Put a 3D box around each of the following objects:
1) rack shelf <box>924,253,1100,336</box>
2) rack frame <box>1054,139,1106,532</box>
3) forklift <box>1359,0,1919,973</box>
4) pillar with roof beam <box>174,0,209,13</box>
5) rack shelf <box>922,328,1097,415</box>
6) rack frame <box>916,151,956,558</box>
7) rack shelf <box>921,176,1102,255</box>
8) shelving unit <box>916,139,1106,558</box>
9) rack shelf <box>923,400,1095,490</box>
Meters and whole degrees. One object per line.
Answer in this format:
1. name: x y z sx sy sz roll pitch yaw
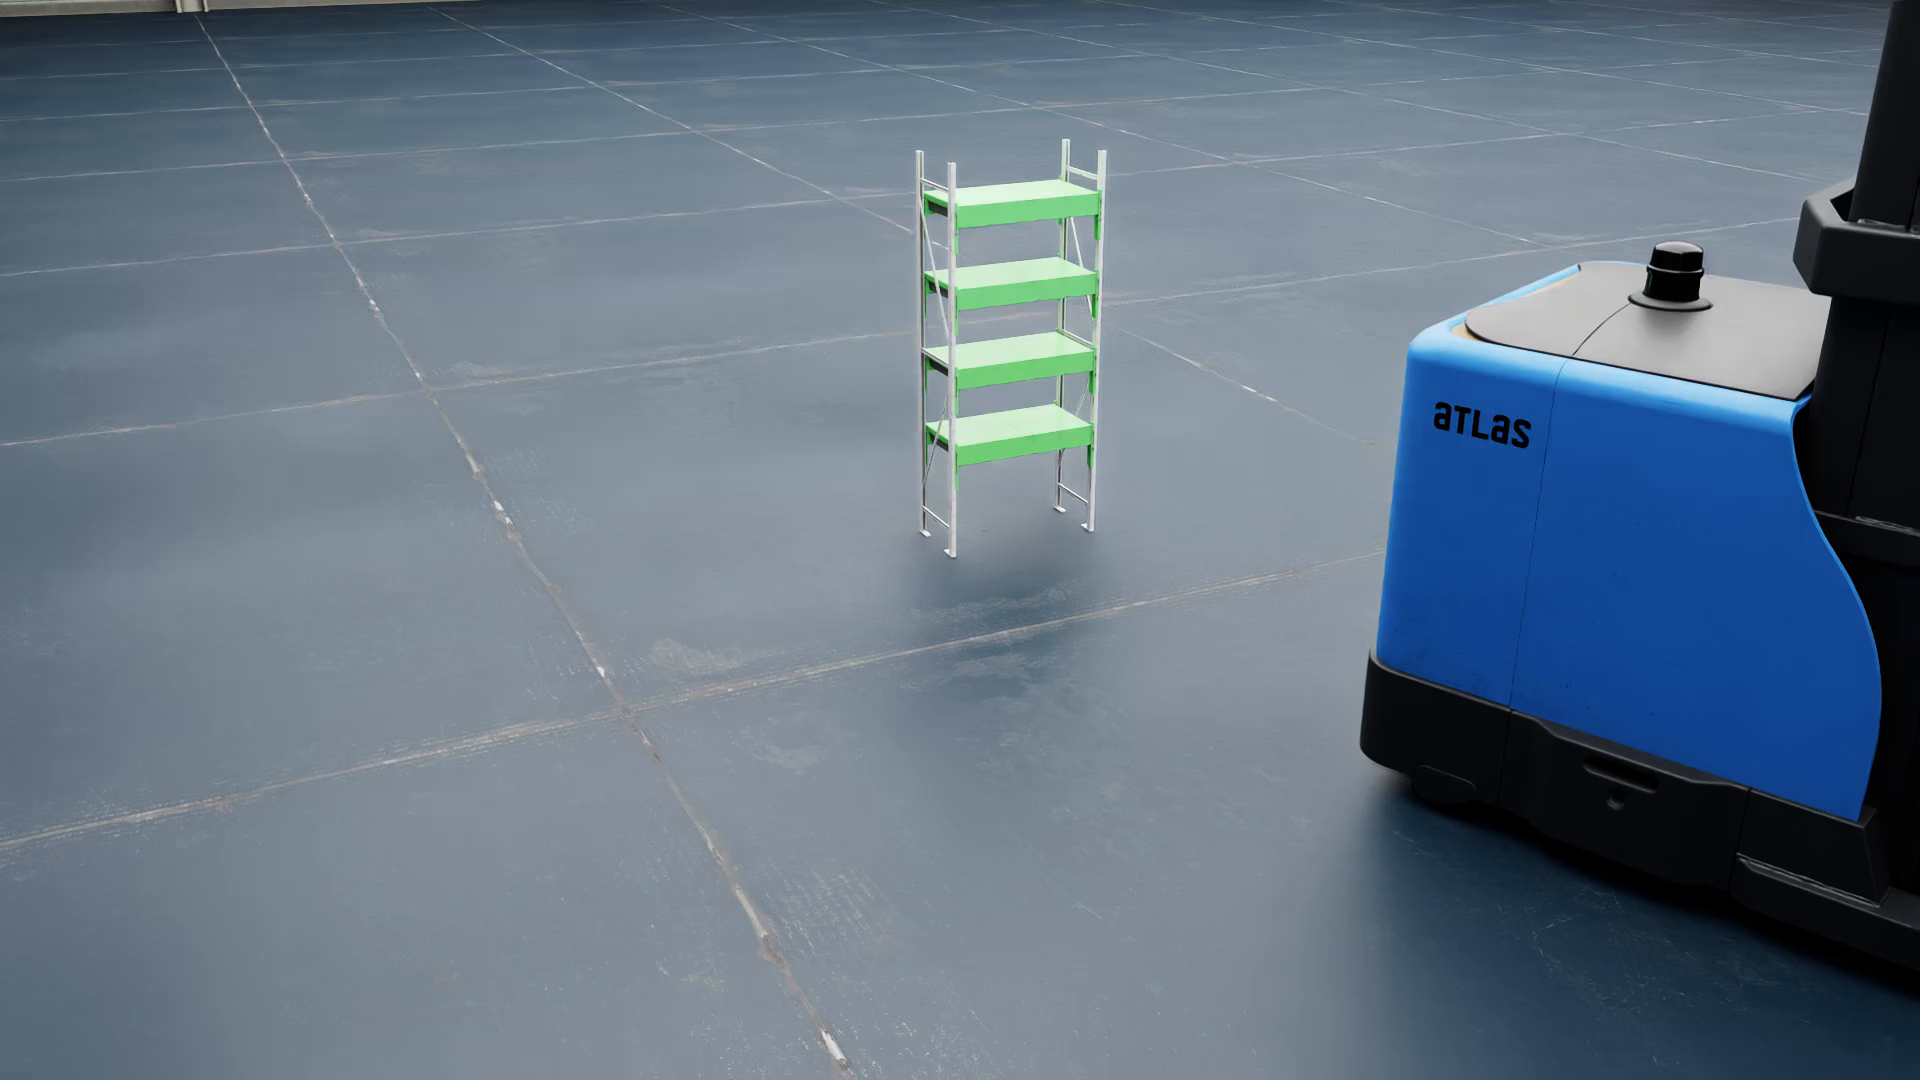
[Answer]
1. rack shelf: 0.149 -0.745 5.019 0.480 0.148 0.258 -10 25 -24
2. rack frame: 0.369 -0.622 5.185 0.015 1.200 0.240 -10 25 -24
3. forklift: 2.375 -0.565 2.782 3.031 2.935 1.130 19 29 38
4. pillar with roof beam: -8.596 -9.886 17.366 0.400 9.000 9.100 -10 25 -24
5. rack shelf: 0.149 -0.523 5.111 0.480 0.148 0.258 -10 25 -24
6. rack frame: -0.071 -0.541 4.989 0.015 1.200 0.240 -10 25 -24
7. rack shelf: 0.149 -0.966 4.928 0.480 0.148 0.258 -10 25 -24
8. shelving unit: 0.149 -0.582 5.087 0.503 1.200 0.258 -10 25 -24
9. rack shelf: 0.149 -0.301 5.203 0.480 0.148 0.258 -10 25 -24
